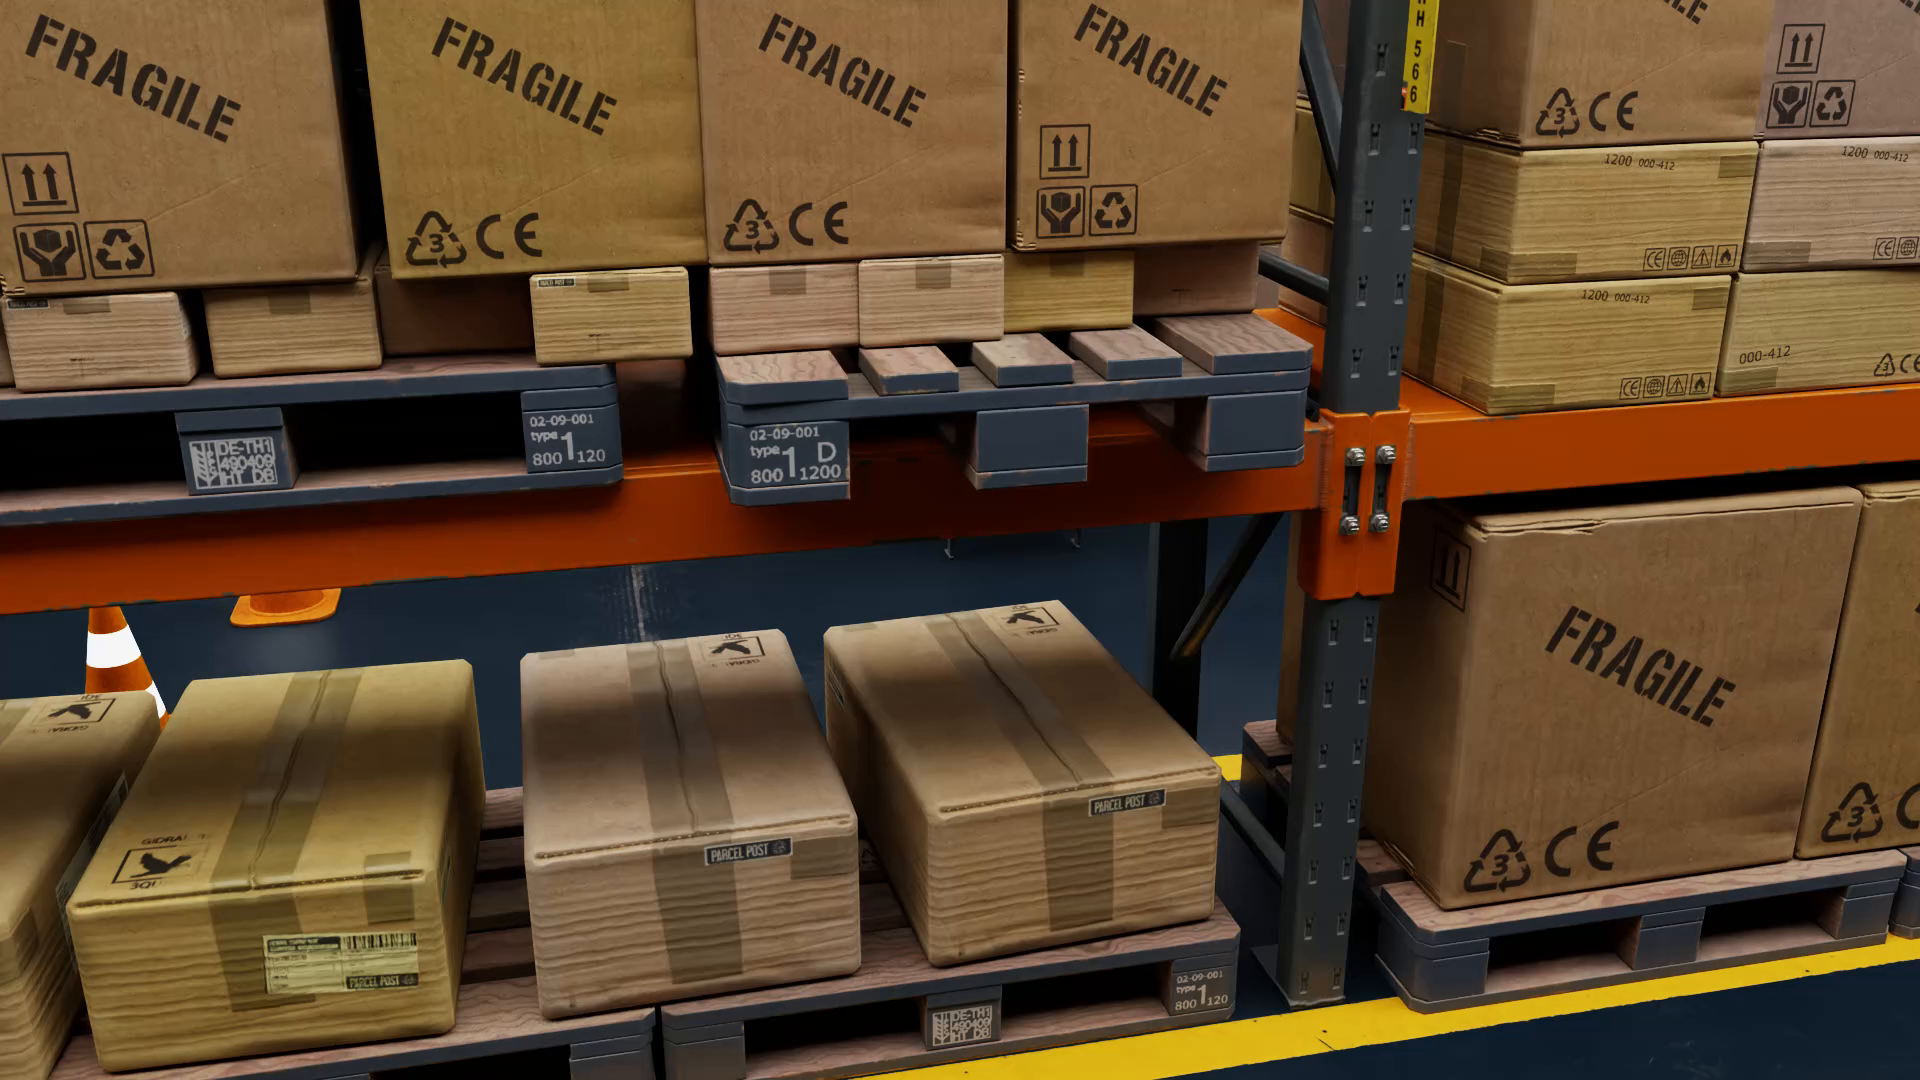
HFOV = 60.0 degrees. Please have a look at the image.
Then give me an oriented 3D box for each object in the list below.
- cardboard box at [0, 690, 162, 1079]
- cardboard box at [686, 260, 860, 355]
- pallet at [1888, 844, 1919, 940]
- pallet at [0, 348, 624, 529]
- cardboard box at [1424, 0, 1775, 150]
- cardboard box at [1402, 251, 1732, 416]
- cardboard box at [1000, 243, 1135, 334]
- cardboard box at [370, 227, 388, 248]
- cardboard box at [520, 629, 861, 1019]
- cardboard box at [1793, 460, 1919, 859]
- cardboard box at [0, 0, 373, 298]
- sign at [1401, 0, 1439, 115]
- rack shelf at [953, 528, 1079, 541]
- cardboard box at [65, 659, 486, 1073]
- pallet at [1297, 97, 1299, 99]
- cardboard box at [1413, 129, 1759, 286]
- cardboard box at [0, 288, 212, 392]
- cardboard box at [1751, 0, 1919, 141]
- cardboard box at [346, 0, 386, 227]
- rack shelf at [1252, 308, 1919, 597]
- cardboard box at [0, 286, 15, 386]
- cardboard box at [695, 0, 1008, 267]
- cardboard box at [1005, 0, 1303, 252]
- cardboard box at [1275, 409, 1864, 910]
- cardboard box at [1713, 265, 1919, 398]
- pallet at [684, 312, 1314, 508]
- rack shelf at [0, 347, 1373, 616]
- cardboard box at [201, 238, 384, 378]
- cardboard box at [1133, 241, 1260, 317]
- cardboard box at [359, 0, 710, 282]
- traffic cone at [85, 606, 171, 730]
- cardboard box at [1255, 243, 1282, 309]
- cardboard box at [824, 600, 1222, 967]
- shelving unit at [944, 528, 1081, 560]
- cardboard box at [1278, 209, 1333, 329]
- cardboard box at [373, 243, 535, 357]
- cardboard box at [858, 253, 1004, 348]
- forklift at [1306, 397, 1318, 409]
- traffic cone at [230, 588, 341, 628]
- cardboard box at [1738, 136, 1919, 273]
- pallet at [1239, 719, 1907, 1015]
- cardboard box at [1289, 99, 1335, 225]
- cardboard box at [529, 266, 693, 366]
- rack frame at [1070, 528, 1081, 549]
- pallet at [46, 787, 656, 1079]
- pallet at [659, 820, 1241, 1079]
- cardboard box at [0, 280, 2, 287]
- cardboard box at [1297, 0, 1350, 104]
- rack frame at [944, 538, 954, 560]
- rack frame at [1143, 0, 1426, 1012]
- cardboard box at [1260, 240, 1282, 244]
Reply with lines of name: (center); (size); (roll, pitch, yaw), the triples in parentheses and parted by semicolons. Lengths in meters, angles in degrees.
cardboard box: (-2.030, 0.682, 3.303); (0.625, 0.372, 0.950); (-3, 20, -9)
cardboard box: (-0.337, -0.448, 2.932); (0.250, 0.149, 0.380); (-6, 21, -15)
pallet: (2.623, 0.605, 4.355); (1.213, 0.211, 1.003); (-5, 21, -12)
pallet: (-1.263, -0.311, 3.081); (1.213, 0.211, 1.003); (-5, 21, -12)
cardboard box: (1.190, -1.045, 3.207); (0.500, 0.500, 0.500); (-5, 21, -14)
cardboard box: (1.188, -0.455, 3.415); (0.500, 0.250, 0.500); (-5, 21, -13)
cardboard box: (0.145, -0.500, 3.074); (0.250, 0.149, 0.380); (-4, 21, -12)
cardboard box: (-1.020, -0.574, 3.276); (0.250, 0.149, 0.380); (-4, 20, -10)
cardboard box: (-0.615, 0.568, 3.613); (0.625, 0.372, 0.950); (-5, 21, -14)
cardboard box: (2.214, 0.133, 4.069); (0.875, 0.875, 0.875); (-4, 21, -12)
cardboard box: (-1.247, -0.698, 2.672); (0.500, 0.500, 0.500); (-6, 21, -15)
sign: (0.788, -0.897, 2.834); (0.005, 0.325, 0.100); (-5, 21, -12)
rack shelf: (0.161, -0.329, 6.235); (0.480, 0.518, 0.431); (-5, 21, -12)
cardboard box: (-1.354, 0.626, 3.455); (0.625, 0.372, 0.950); (-4, 20, -11)
pallet: (1.333, -2.301, 8.513); (1.213, 0.211, 1.003); (-5, 21, -12)
cardboard box: (1.204, -0.693, 3.337); (0.500, 0.250, 0.500); (-5, 21, -13)
cardboard box: (-1.353, -0.366, 2.707); (0.250, 0.149, 0.380); (-4, 20, -10)
cardboard box: (1.671, -1.087, 3.323); (0.500, 0.500, 0.500); (-5, 21, -12)
cardboard box: (-1.347, -0.872, 3.146); (0.500, 0.500, 0.500); (-5, 21, -15)
rack shelf: (2.600, -0.392, 4.069); (4.000, 0.370, 1.077); (-5, 21, -12)
cardboard box: (-1.624, -0.362, 2.697); (0.250, 0.149, 0.380); (-4, 21, -12)
cardboard box: (-0.225, -0.782, 2.899); (0.500, 0.500, 0.500); (-5, 21, -13)
cardboard box: (0.275, -0.826, 3.020); (0.500, 0.500, 0.500); (-5, 21, -14)
cardboard box: (1.345, 0.202, 3.880); (0.875, 0.875, 0.875); (-5, 21, -13)
cardboard box: (1.684, -0.502, 3.542); (0.500, 0.250, 0.500); (-5, 21, -14)
pallet: (-0.015, -0.389, 3.295); (1.003, 0.211, 1.213); (-5, 21, -12)
rack shelf: (-1.292, -0.075, 3.205); (4.000, 0.370, 1.077); (-5, 21, -12)
cardboard box: (-1.101, -0.397, 2.791); (0.250, 0.149, 0.380); (-5, 21, -14)
cardboard box: (0.389, -0.546, 3.198); (0.250, 0.149, 0.380); (-4, 20, -10)
cardboard box: (-0.716, -0.741, 2.789); (0.500, 0.500, 0.500); (-6, 21, -16)
traffic cone: (-2.354, 0.370, 4.633); (0.334, 0.463, 0.336); (-5, 21, -12)
cardboard box: (1.647, -1.338, 8.629); (0.500, 0.500, 0.500); (-5, 21, -14)
cardboard box: (0.102, 0.507, 3.780); (0.625, 0.372, 0.950); (-6, 21, -16)
shelving unit: (0.161, -0.999, 5.989); (0.503, 2.100, 0.431); (-5, 21, -12)
cardboard box: (1.086, -0.628, 3.886); (0.500, 0.250, 0.500); (-5, 21, -14)
cardboard box: (-0.875, -0.444, 2.921); (0.250, 0.149, 0.380); (-4, 21, -12)
cardboard box: (-0.090, -0.465, 2.979); (0.250, 0.149, 0.380); (-5, 21, -13)
forklift: (3.035, -1.663, 6.593); (3.031, 2.935, 1.130); (-5, 21, -14)
traffic cone: (-2.302, 0.012, 5.609); (0.334, 0.463, 0.336); (-5, 21, -12)
cardboard box: (1.707, -0.734, 3.448); (0.500, 0.250, 0.500); (-4, 21, -11)
pallet: (1.438, 0.701, 4.094); (1.213, 0.211, 1.003); (-5, 21, -12)
cardboard box: (1.067, -0.859, 3.790); (0.500, 0.250, 0.500); (-5, 21, -13)
cardboard box: (-0.602, -0.422, 2.860); (0.250, 0.149, 0.380); (-4, 21, -12)
rack frame: (0.399, -1.018, 6.042); (0.015, 2.100, 0.400); (-5, 21, -12)
pallet: (-1.292, 0.895, 3.565); (1.213, 0.211, 1.003); (-5, 21, -12)
pallet: (-0.107, 0.799, 3.825); (1.213, 0.211, 1.003); (-5, 21, -12)
cardboard box: (-1.745, -0.654, 2.551); (0.500, 0.500, 0.500); (-5, 21, -13)
cardboard box: (1.097, -1.216, 3.675); (0.500, 0.500, 0.500); (-5, 21, -14)
rack frame: (-0.076, -0.980, 5.936); (0.015, 2.100, 0.400); (-5, 21, -12)
rack frame: (0.654, -0.571, 3.513); (0.127, 3.000, 1.000); (-5, 21, -12)
cardboard box: (1.628, -1.686, 8.490); (0.500, 0.250, 0.500); (-6, 21, -15)
